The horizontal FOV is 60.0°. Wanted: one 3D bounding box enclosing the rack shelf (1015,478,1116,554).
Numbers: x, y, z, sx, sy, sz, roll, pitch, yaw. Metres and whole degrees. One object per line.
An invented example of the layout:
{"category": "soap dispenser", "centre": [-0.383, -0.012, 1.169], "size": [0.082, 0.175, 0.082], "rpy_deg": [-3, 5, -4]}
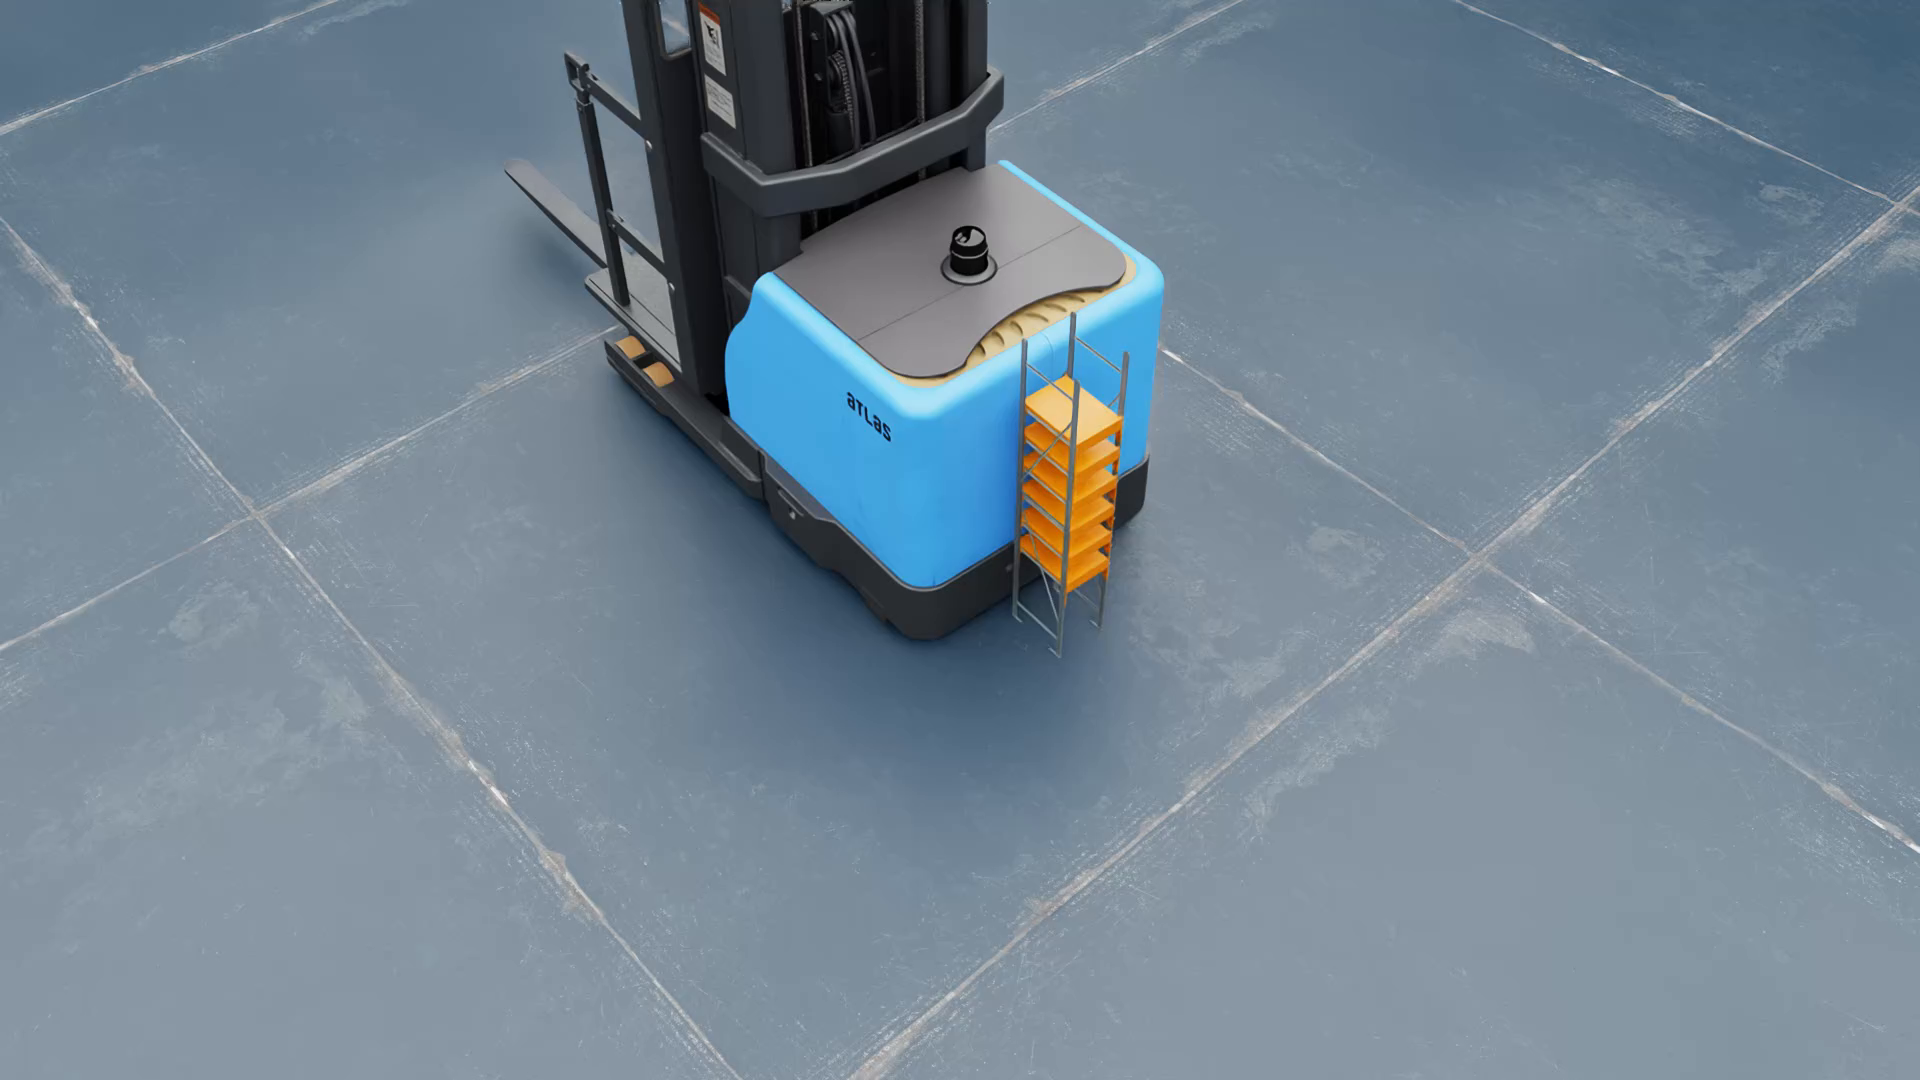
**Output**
{"category": "rack shelf", "centre": [0.321, -0.103, 5.089], "size": [0.180, 0.103, 0.258], "rpy_deg": [-31, 54, -25]}

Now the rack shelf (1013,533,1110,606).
{"category": "rack shelf", "centre": [0.321, 0.060, 5.265], "size": [0.180, 0.103, 0.258], "rpy_deg": [-31, 54, -25]}

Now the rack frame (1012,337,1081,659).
{"category": "rack frame", "centre": [0.250, -0.090, 5.017], "size": [0.006, 1.200, 0.240], "rpy_deg": [-31, 54, -25]}

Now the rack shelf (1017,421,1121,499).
{"category": "rack shelf", "centre": [0.321, -0.265, 4.912], "size": [0.180, 0.103, 0.258], "rpy_deg": [-31, 54, -25]}

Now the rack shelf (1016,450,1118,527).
{"category": "rack shelf", "centre": [0.321, -0.184, 5.000], "size": [0.180, 0.103, 0.258], "rpy_deg": [-31, 54, -25]}

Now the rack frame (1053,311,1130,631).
{"category": "rack frame", "centre": [0.392, -0.175, 5.095], "size": [0.006, 1.200, 0.240], "rpy_deg": [-31, 54, -25]}

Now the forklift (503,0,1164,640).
{"category": "forklift", "centre": [-0.679, -1.698, 5.322], "size": [1.130, 2.935, 3.031], "rpy_deg": [-31, 54, -25]}

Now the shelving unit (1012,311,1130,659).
{"category": "shelving unit", "centre": [0.321, -0.133, 5.056], "size": [0.189, 1.200, 0.258], "rpy_deg": [-31, 54, -25]}

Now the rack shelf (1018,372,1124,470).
{"category": "rack shelf", "centre": [0.321, -0.347, 4.824], "size": [0.180, 0.103, 0.258], "rpy_deg": [-31, 54, -25]}

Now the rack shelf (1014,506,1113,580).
{"category": "rack shelf", "centre": [0.321, -0.021, 5.177], "size": [0.180, 0.103, 0.258], "rpy_deg": [-31, 54, -25]}
